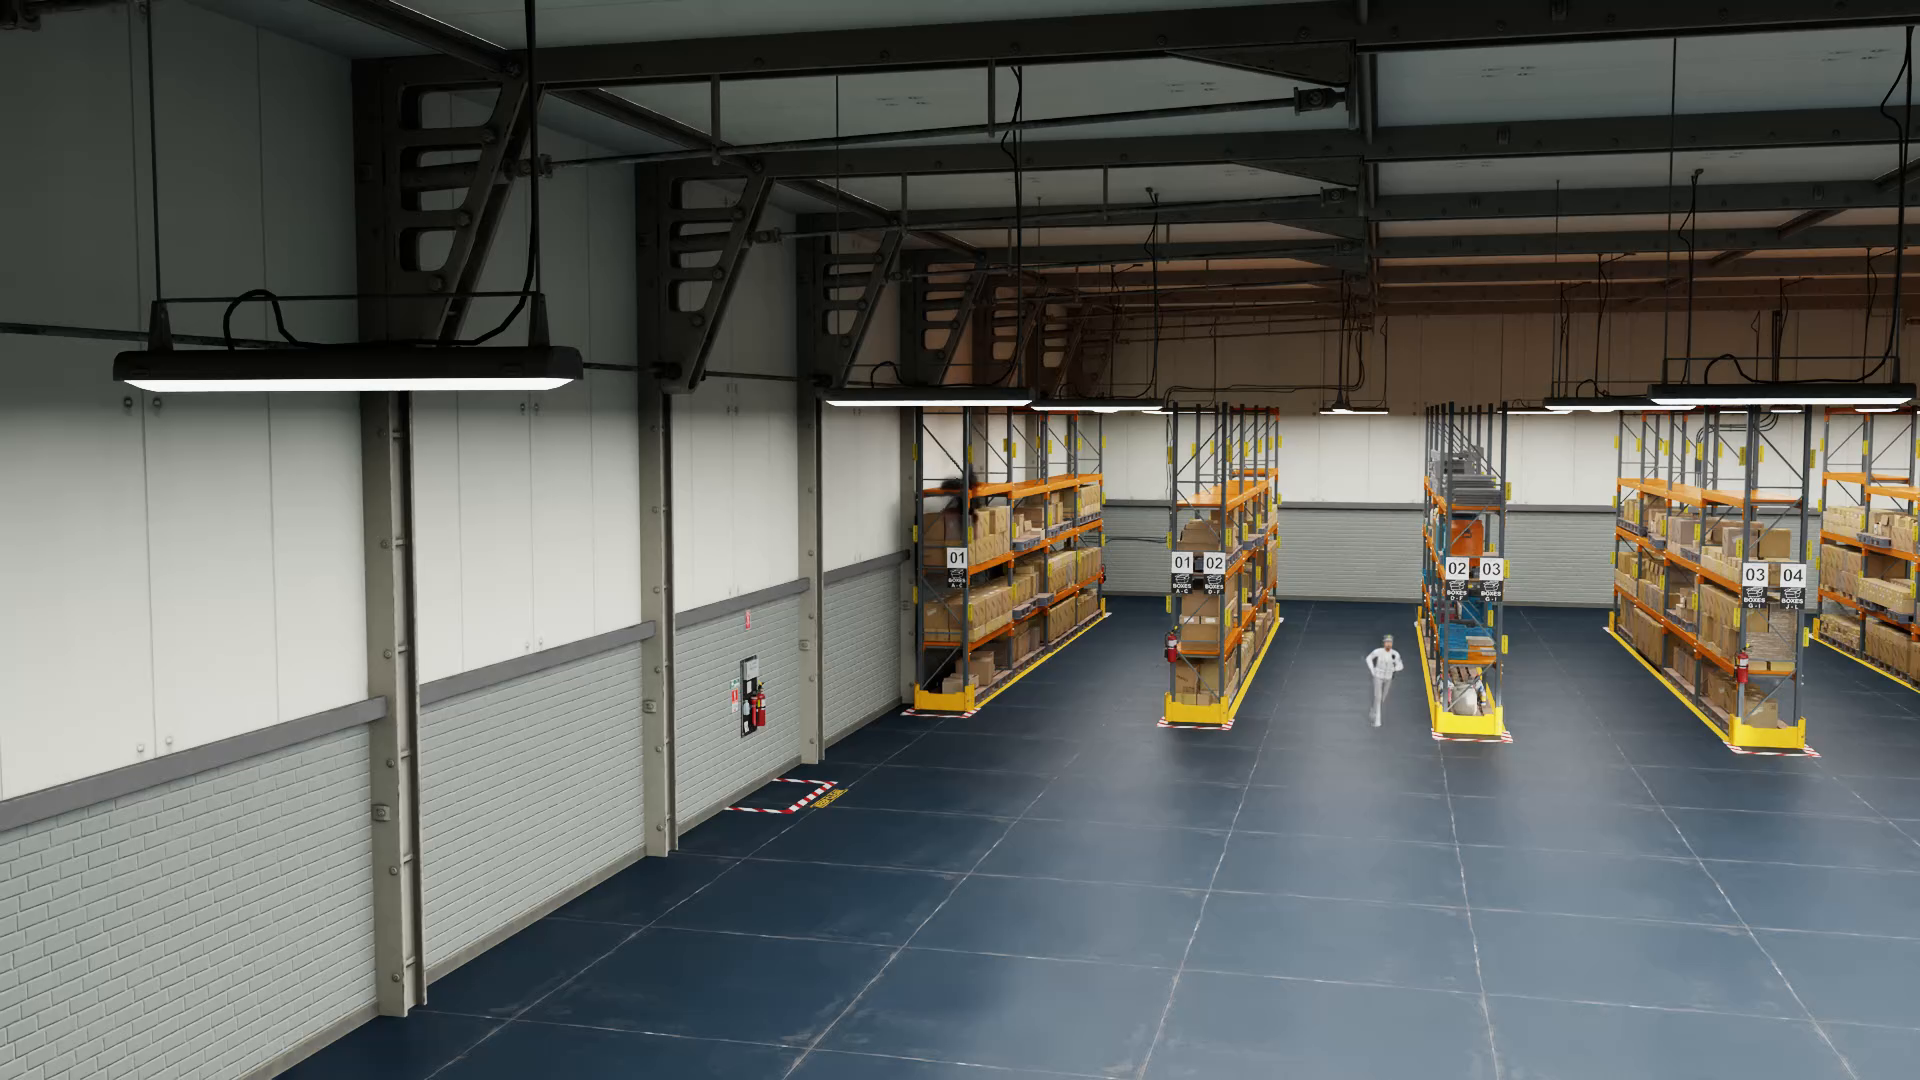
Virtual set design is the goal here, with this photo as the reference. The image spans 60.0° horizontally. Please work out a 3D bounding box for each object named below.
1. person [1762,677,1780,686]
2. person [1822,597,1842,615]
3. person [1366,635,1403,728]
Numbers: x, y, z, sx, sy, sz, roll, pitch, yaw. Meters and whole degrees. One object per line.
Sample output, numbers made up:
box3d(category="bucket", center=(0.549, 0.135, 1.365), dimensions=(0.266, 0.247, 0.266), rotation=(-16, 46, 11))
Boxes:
box3d(category="person", center=(17.467, 2.228, 35.751), dimensions=(0.612, 1.690, 0.928), rotation=(1, 4, 15))
box3d(category="person", center=(23.103, 1.658, 44.062), dimensions=(0.534, 1.634, 0.615), rotation=(1, 4, 8))
box3d(category="person", center=(7.935, 2.609, 31.078), dimensions=(0.643, 1.705, 0.865), rotation=(0, 4, 3))
